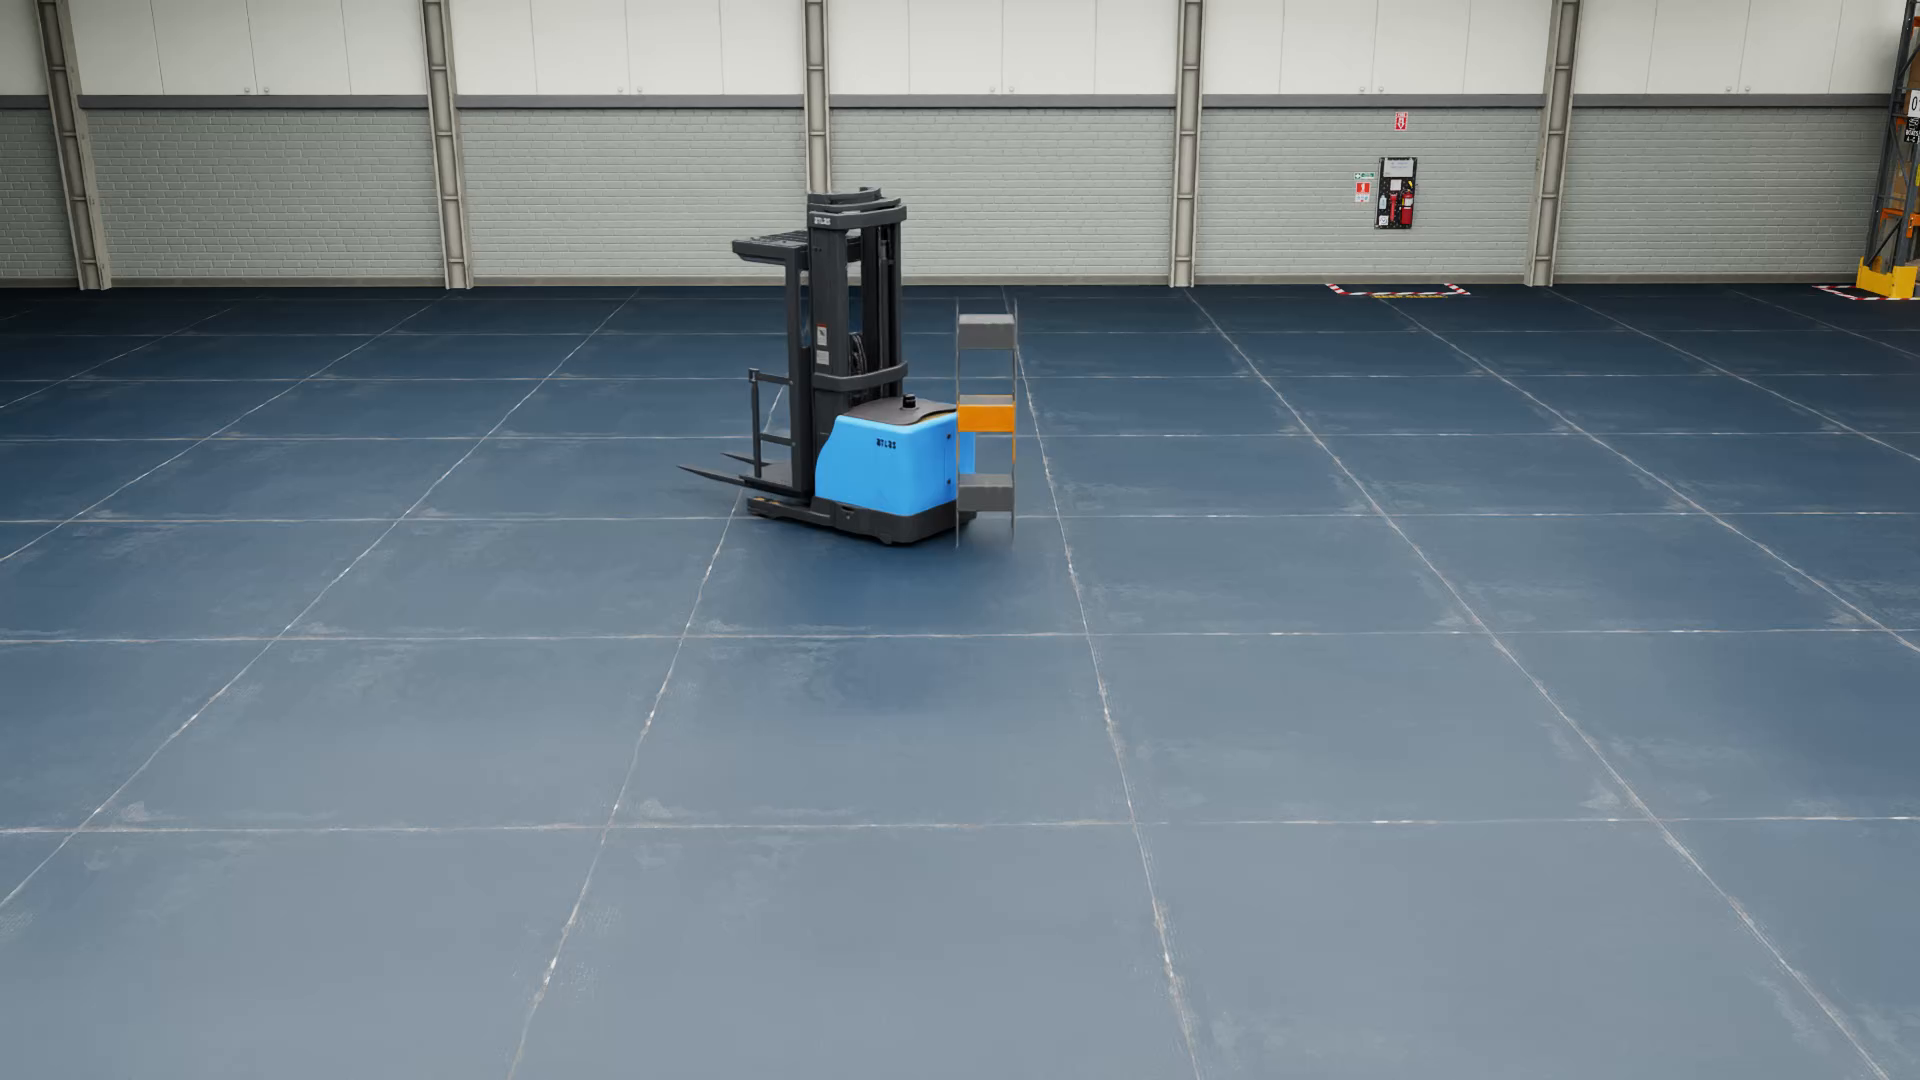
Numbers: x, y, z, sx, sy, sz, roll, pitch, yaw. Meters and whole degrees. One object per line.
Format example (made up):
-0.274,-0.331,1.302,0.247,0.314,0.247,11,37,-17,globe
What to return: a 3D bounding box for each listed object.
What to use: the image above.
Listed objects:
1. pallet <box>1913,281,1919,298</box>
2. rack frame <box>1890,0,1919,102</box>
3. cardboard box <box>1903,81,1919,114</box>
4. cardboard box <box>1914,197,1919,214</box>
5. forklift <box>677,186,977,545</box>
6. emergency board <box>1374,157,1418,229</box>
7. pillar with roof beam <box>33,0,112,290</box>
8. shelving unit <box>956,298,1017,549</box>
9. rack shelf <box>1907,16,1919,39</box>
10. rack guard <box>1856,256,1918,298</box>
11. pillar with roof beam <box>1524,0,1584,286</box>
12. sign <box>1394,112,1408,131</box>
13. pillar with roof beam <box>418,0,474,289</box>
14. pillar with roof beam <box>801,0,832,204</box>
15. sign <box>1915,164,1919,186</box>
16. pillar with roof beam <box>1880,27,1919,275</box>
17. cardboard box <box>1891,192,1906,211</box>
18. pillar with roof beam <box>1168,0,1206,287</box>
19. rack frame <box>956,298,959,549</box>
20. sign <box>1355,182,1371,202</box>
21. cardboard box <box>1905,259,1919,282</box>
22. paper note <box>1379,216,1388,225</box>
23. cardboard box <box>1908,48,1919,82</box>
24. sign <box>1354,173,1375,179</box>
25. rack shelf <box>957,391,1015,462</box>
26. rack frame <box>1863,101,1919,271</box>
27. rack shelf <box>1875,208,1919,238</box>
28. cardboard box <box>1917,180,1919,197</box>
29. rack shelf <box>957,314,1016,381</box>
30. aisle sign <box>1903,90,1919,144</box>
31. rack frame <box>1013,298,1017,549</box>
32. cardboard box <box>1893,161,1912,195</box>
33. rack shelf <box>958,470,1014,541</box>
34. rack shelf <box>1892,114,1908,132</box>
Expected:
15.895,-4.139,27.104,1.213,0.211,1.003,0,18,-1,pallet
15.006,-8.330,25.782,0.127,3.000,1.000,0,18,-1,rack frame
15.420,-7.038,26.469,0.500,0.500,0.500,1,18,3,cardboard box
15.499,-5.317,26.423,0.500,0.250,0.500,-1,18,-2,cardboard box
-1.328,-1.698,15.041,3.031,2.935,1.130,13,22,36,forklift
7.222,-5.711,27.441,0.643,1.169,0.194,0,18,-1,emergency board
-14.236,-7.138,22.066,0.400,9.000,9.100,0,18,-1,pillar with roof beam
0.222,-0.984,14.179,0.503,2.100,0.431,0,18,1,shelving unit
17.006,-7.995,25.922,4.000,0.370,1.077,0,18,-1,rack shelf
15.082,-4.283,27.081,0.348,0.500,1.175,0,18,-1,rack guard
9.761,-7.253,22.427,0.400,9.000,9.100,0,18,-1,pillar with roof beam
7.212,-6.846,27.182,0.199,0.298,0.001,0,18,-1,sign
-8.236,-7.167,22.156,0.400,9.000,9.100,0,18,-1,pillar with roof beam
-2.237,-7.196,22.246,0.400,9.000,9.100,0,18,-1,pillar with roof beam
15.015,-5.720,26.049,0.005,0.325,0.100,0,18,-1,sign
15.761,-7.282,22.517,0.400,9.000,9.100,0,18,-1,pillar with roof beam
15.471,-5.473,26.910,0.500,0.250,0.500,0,18,0,cardboard box
3.762,-7.225,22.337,0.400,9.000,9.100,0,18,-1,pillar with roof beam
-0.022,-0.985,14.182,0.015,2.100,0.400,0,18,1,rack frame
6.667,-5.757,27.526,0.234,0.329,0.001,0,18,-1,sign
15.700,-4.378,26.966,0.500,0.311,0.500,-2,18,-7,cardboard box
7.044,-5.312,27.639,0.142,0.148,0.016,0,18,-1,paper note
15.433,-7.516,26.324,0.500,0.500,0.500,1,18,2,cardboard box
6.672,-6.007,27.436,0.331,0.109,0.001,0,18,-1,sign
0.222,-0.971,14.183,0.480,0.518,0.431,0,18,1,rack shelf
15.006,-5.473,26.698,0.127,3.000,1.000,0,18,-1,rack frame
17.006,-5.140,26.838,4.000,0.370,1.077,0,18,-1,rack shelf
15.489,-5.679,26.324,0.500,0.500,0.500,0,18,-1,cardboard box
0.222,-1.638,13.969,0.480,0.518,0.431,0,18,1,rack shelf
14.939,-6.619,26.014,0.004,0.787,0.394,0,18,-1,aisle sign
0.466,-0.983,14.176,0.015,2.100,0.400,0,18,1,rack frame
15.474,-5.835,26.813,0.500,0.500,0.500,0,18,-1,cardboard box
0.222,-0.305,14.397,0.480,0.518,0.431,0,18,1,rack shelf
17.006,-6.568,26.380,4.000,0.370,1.077,0,18,-1,rack shelf
